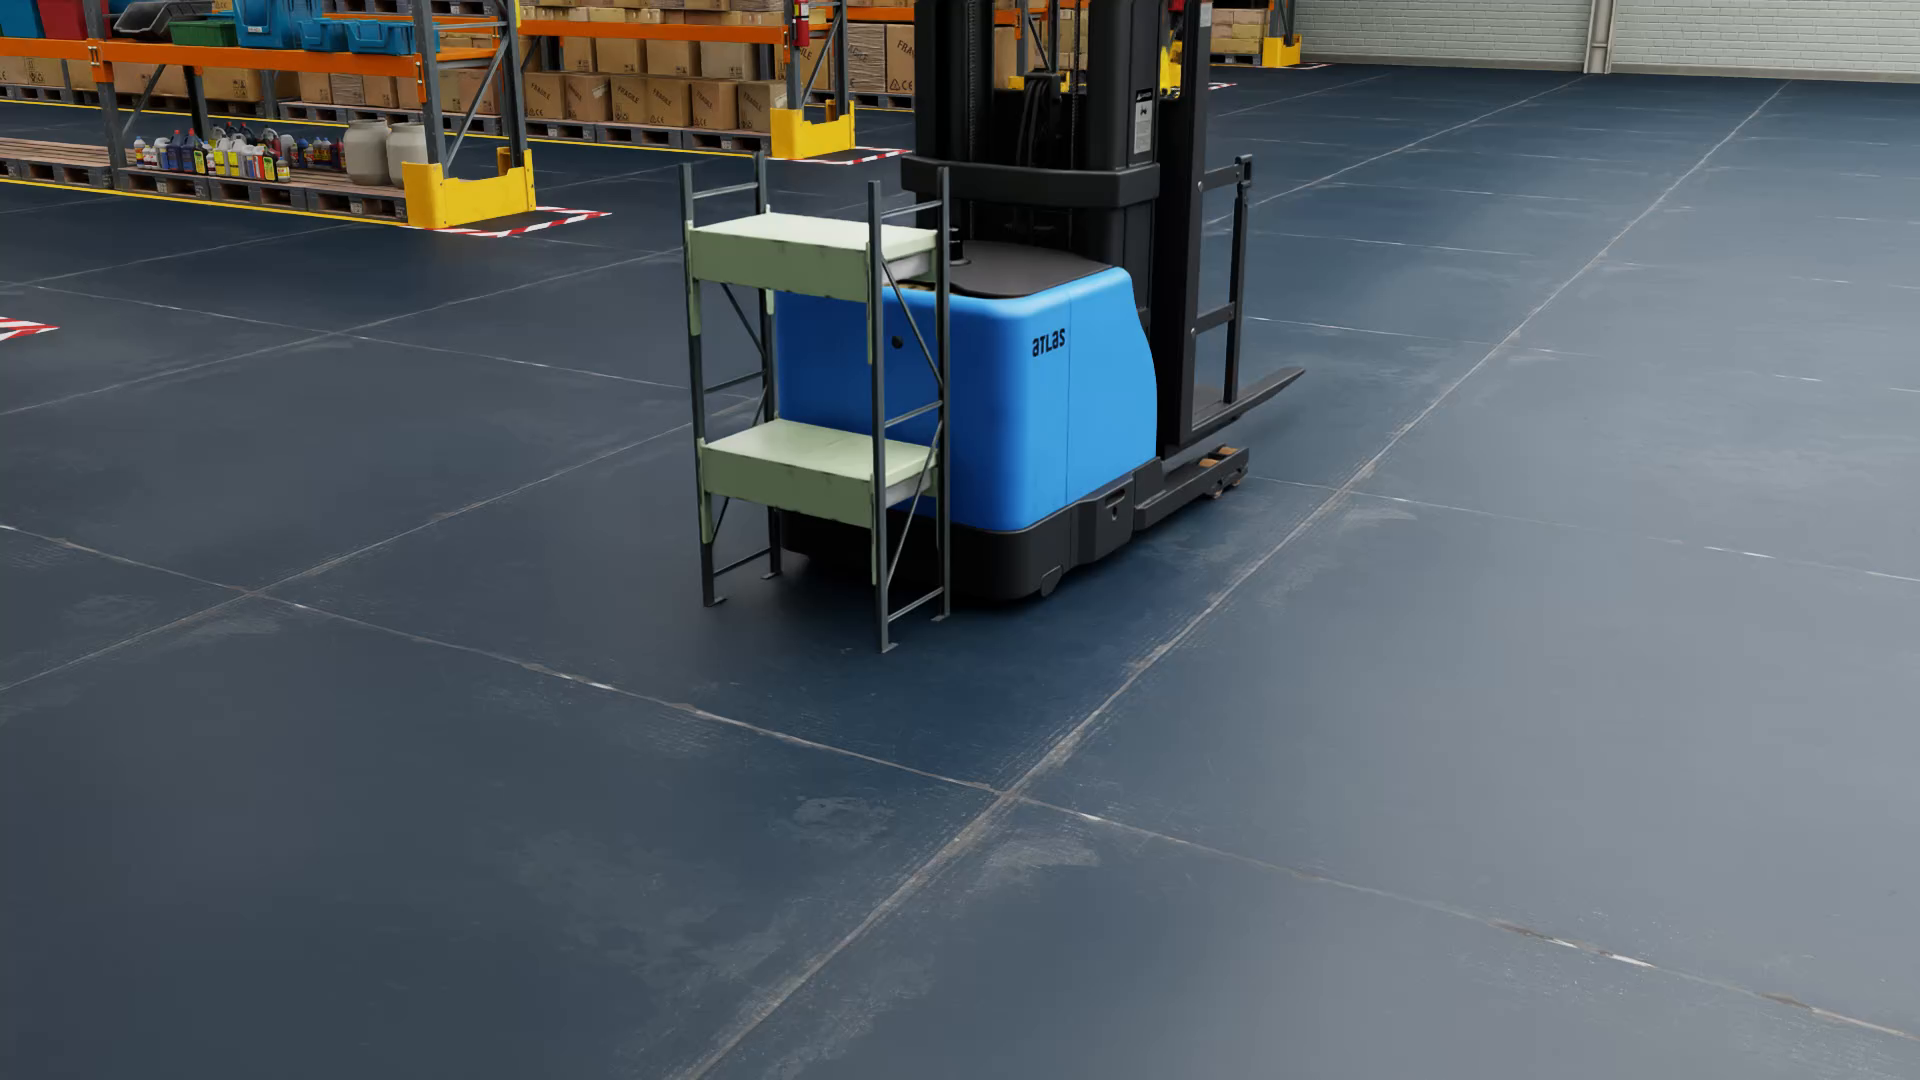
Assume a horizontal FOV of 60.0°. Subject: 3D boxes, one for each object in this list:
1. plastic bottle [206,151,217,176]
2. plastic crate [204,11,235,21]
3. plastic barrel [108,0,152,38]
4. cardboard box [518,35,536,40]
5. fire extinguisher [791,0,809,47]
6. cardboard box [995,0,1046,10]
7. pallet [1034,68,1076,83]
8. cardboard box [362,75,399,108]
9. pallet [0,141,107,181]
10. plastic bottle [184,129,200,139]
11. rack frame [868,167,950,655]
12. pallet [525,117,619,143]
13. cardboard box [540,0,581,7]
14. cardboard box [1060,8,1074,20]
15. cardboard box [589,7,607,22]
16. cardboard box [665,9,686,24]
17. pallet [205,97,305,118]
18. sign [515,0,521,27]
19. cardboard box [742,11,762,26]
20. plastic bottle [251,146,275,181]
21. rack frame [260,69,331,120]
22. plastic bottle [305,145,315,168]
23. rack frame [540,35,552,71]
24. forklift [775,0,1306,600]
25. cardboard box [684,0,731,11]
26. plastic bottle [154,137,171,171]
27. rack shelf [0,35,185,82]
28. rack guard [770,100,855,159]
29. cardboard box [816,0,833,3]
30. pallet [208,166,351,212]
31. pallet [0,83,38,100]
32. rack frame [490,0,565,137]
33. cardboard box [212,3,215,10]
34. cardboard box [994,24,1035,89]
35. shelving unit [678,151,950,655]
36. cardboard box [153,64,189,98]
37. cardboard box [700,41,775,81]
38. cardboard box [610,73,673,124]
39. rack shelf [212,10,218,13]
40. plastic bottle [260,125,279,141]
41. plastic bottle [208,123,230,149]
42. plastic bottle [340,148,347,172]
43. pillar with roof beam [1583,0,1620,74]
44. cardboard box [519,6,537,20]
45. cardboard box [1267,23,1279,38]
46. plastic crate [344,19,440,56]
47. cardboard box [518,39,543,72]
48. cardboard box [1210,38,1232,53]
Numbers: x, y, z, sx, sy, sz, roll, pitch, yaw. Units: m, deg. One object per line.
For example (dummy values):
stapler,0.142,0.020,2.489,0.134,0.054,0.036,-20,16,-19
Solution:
plastic bottle,-6.498,-3.280,14.466,0.097,0.201,0.097,0,20,0
plastic crate,-6.302,-4.558,14.751,0.616,0.251,0.499,11,23,27
plastic barrel,-7.590,-5.122,15.350,0.708,0.901,0.600,11,23,27
cardboard box,-6.695,-7.741,25.258,0.500,0.250,0.500,10,22,26
fire extinguisher,-1.618,-5.348,16.823,0.183,0.674,0.296,11,23,27
cardboard box,0.668,-7.119,21.373,0.550,0.550,0.875,11,23,27
pallet,1.521,-7.542,26.846,1.213,0.211,1.003,11,23,27
cardboard box,-6.894,-5.617,20.471,0.500,0.500,0.700,13,24,32
pallet,-9.174,-3.742,16.372,1.213,0.211,1.003,11,23,27
plastic bottle,-6.828,-3.478,14.794,0.185,0.351,0.144,11,23,27
rack frame,-0.151,-0.394,5.252,0.023,1.500,0.400,12,23,31
pallet,-4.382,-4.794,19.271,1.213,0.211,1.003,11,23,27
cardboard box,-4.203,-6.206,18.492,0.500,0.500,0.875,11,23,27
cardboard box,1.713,-8.237,26.039,0.250,0.149,0.380,12,23,30
cardboard box,-3.841,-5.762,18.219,0.250,0.149,0.380,11,23,27
cardboard box,-2.942,-5.612,17.805,0.250,0.149,0.380,11,23,27
pallet,-9.129,-5.714,21.807,1.213,0.211,1.003,11,23,27
sign,-3.636,-4.359,13.578,0.005,0.325,0.100,11,23,27
cardboard box,-2.060,-5.450,17.360,0.250,0.149,0.380,11,23,27
plastic bottle,-5.932,-3.218,14.186,0.135,0.276,0.152,11,23,28
rack frame,-8.477,-6.871,20.909,0.127,3.000,1.000,11,23,27
plastic bottle,-5.812,-3.442,14.914,0.097,0.201,0.097,0,20,0
rack frame,-5.970,-8.331,24.933,0.127,3.000,1.000,11,23,27
forklift,0.560,-1.625,6.547,1.130,2.935,3.031,12,23,31
cardboard box,-2.455,-5.875,17.579,0.500,0.500,0.875,11,23,27
plastic bottle,-7.041,-3.429,14.768,0.135,0.276,0.152,12,23,29
rack shelf,-9.147,-4.726,16.049,4.000,0.370,1.077,11,23,27
rack guard,-1.559,-4.378,17.702,0.348,0.500,1.175,11,23,27
cardboard box,-1.659,-7.594,22.681,0.550,0.550,0.875,11,23,27
pallet,-5.765,-3.094,14.585,1.213,0.211,1.003,11,23,27
pallet,-13.664,-6.578,24.189,1.213,0.211,1.003,11,23,27
rack frame,-4.985,-6.206,19.075,0.127,3.000,1.000,11,23,27
cardboard box,-9.461,-7.011,21.148,0.500,0.500,0.500,11,22,27
cardboard box,0.390,-6.292,21.813,0.875,0.875,0.875,11,23,28
shelving unit,-0.459,-0.462,5.439,0.755,1.500,0.431,12,23,31
cardboard box,-9.844,-6.341,21.948,0.875,0.875,1.225,11,23,27
cardboard box,-3.064,-6.882,23.622,0.750,0.750,1.050,11,23,27
cardboard box,-3.571,-4.977,18.737,0.500,0.500,0.500,9,22,23
rack shelf,-10.223,-6.866,21.948,4.000,0.370,1.077,11,23,27
plastic bottle,-6.248,-3.586,15.092,0.185,0.351,0.144,11,22,27
plastic bottle,-6.768,-3.629,15.210,0.185,0.351,0.144,11,23,27
plastic bottle,-5.430,-3.369,14.713,0.097,0.201,0.097,0,20,0
pillar with roof beam,8.728,-10.894,23.201,0.400,9.000,9.100,11,23,27
cardboard box,-4.732,-5.917,18.647,0.250,0.149,0.380,11,23,27
cardboard box,5.448,-9.249,30.147,0.500,0.250,0.500,11,23,28
plastic crate,-4.491,-3.991,13.185,0.616,0.251,0.499,11,23,27
cardboard box,-6.672,-7.385,25.375,0.500,0.500,0.500,11,23,27
cardboard box,4.764,-8.944,30.039,0.500,0.250,0.500,11,23,27
